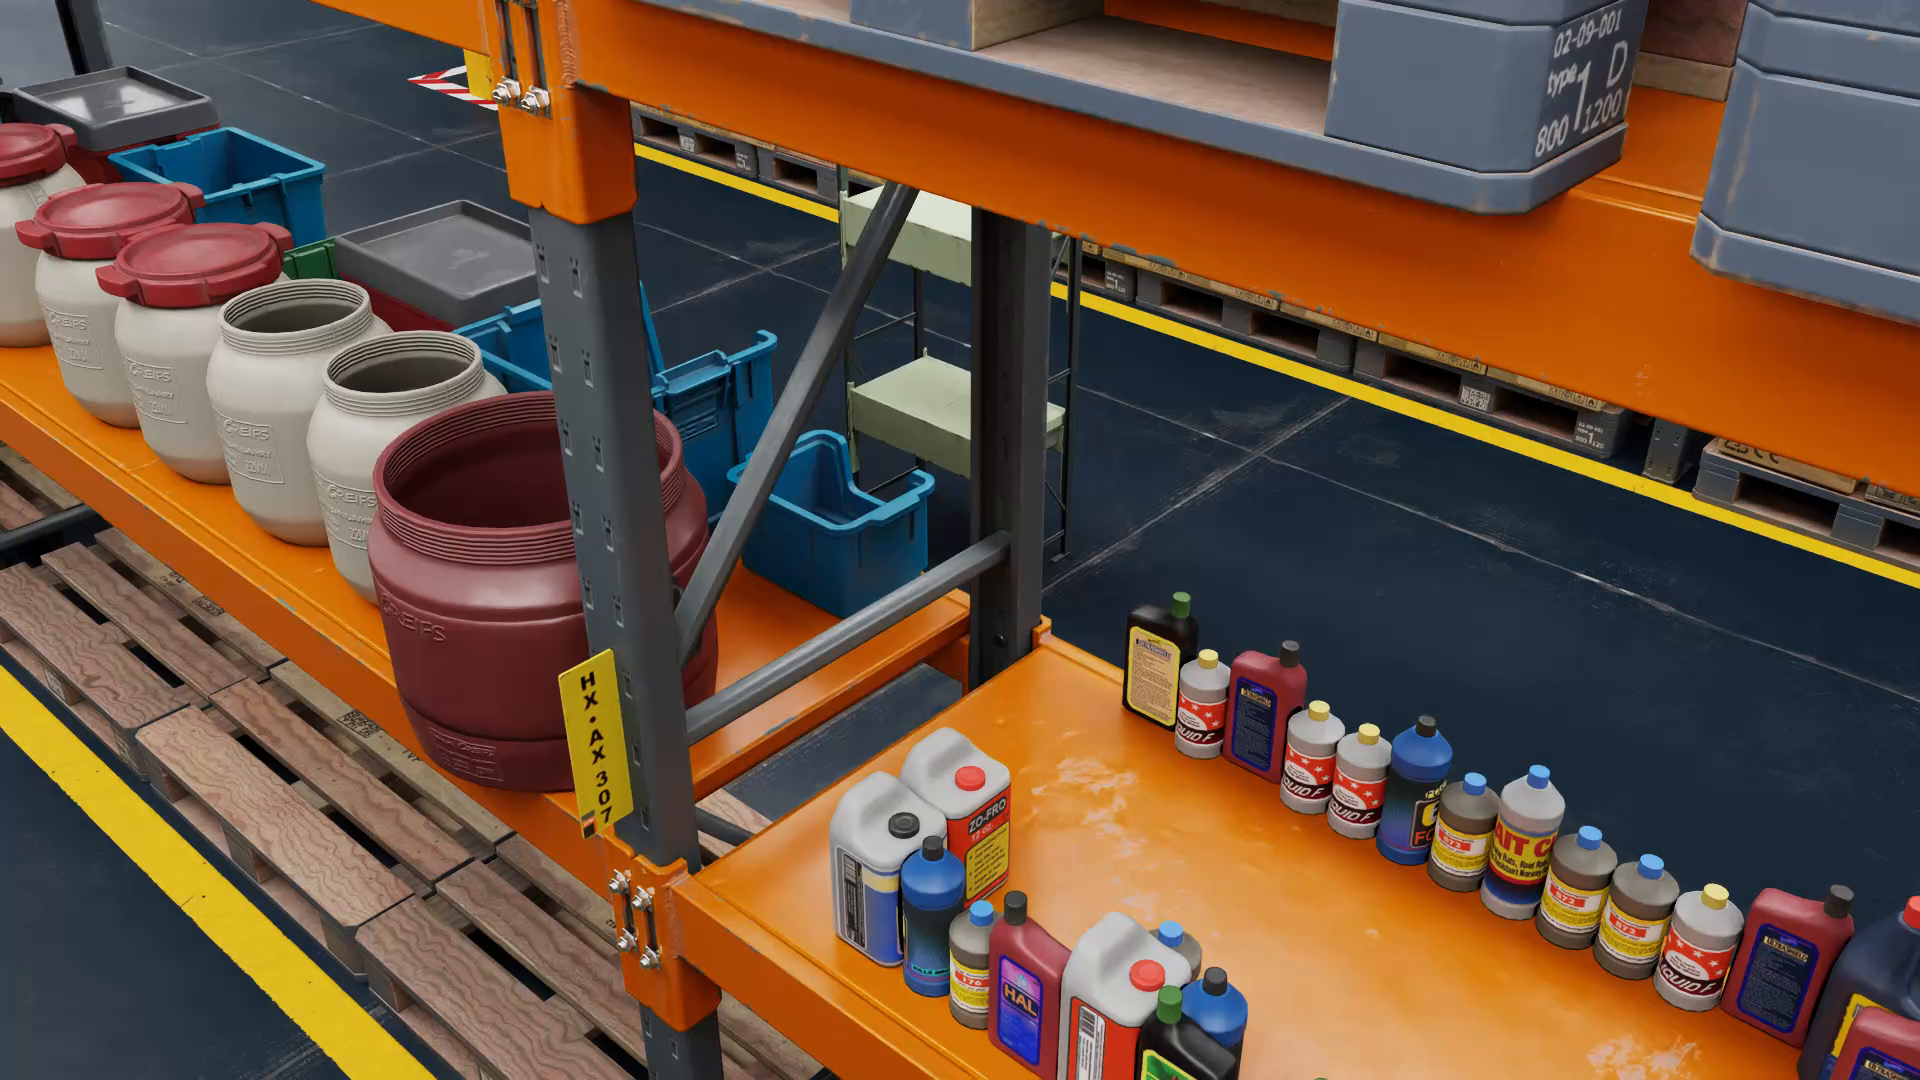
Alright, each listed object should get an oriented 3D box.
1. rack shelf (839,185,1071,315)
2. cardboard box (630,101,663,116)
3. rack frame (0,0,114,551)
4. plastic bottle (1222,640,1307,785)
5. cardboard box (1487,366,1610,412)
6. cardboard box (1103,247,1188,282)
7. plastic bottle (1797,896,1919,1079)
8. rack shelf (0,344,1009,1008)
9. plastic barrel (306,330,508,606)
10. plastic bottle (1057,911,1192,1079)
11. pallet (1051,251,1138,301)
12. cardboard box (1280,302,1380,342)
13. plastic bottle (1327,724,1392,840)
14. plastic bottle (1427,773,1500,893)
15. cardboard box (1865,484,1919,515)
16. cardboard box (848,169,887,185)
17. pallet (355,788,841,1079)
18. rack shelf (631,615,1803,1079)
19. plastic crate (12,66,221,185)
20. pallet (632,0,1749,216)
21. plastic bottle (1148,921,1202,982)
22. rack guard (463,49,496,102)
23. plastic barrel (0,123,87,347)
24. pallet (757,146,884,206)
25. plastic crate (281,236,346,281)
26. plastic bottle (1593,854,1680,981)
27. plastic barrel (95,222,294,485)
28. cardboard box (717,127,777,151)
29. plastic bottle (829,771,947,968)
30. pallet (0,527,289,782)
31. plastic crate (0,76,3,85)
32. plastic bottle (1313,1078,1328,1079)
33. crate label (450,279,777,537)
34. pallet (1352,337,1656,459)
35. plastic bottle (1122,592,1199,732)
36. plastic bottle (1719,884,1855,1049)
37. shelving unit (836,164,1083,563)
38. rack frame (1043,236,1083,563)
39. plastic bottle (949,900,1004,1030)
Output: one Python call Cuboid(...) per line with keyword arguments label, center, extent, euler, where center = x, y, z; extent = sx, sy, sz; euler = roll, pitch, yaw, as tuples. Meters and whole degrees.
Cuboid(label="rack shelf", center=(-0.005, -0.979, 5.666), extent=(0.720, 0.370, 0.431), euler=(25, 39, 35))
Cuboid(label="cardboard box", center=(-1.825, -2.864, 10.357), extent=(0.500, 0.250, 0.500), euler=(25, 39, 35))
Cuboid(label="rack frame", center=(-3.177, -1.200, 5.335), extent=(0.127, 3.000, 1.000), euler=(25, 39, 35))
Cuboid(label="plastic bottle", center=(0.546, 0.291, 2.971), extent=(0.133, 0.283, 0.061), euler=(25, 39, 35))
Cuboid(label="cardboard box", center=(2.561, -0.799, 6.928), extent=(0.500, 0.250, 0.500), euler=(26, 40, 36))
Cuboid(label="cardboard box", center=(1.046, -1.505, 8.100), extent=(0.500, 0.250, 0.500), euler=(24, 38, 34))
Cuboid(label="plastic bottle", center=(1.312, 0.649, 2.312), extent=(0.185, 0.351, 0.144), euler=(25, 39, 35))
Cuboid(label="rack shelf", center=(-1.695, -0.200, 4.371), extent=(4.000, 0.370, 1.077), euler=(25, 39, 35))
Cuboid(label="plastic barrel", center=(-1.118, -0.138, 3.463), extent=(0.421, 0.512, 0.421), euler=(0, 31, 0))
Cuboid(label="plastic bottle", center=(0.235, 0.671, 2.348), extent=(0.135, 0.276, 0.152), euler=(25, 39, 35))
Cuboid(label="pallet", center=(0.722, -1.658, 8.800), extent=(1.213, 0.211, 1.003), euler=(25, 39, 35))
Cuboid(label="cardboard box", center=(1.806, -1.152, 7.513), extent=(0.500, 0.250, 0.500), euler=(26, 40, 36))
Cuboid(label="plastic bottle", center=(0.691, 0.407, 2.859), extent=(0.097, 0.201, 0.097), euler=(0, 31, 0))
Cuboid(label="plastic bottle", center=(0.835, 0.474, 2.747), extent=(0.097, 0.201, 0.097), euler=(0, 31, 0))
Cuboid(label="cardboard box", center=(3.653, -0.380, 5.970), extent=(0.500, 0.500, 0.500), euler=(23, 38, 33))
Cuboid(label="cardboard box", center=(-0.341, -2.172, 9.208), extent=(0.500, 0.250, 0.500), euler=(25, 39, 35))
Cuboid(label="pallet", center=(-0.760, 1.096, 4.225), extent=(1.213, 0.211, 1.003), euler=(25, 39, 35))
Cuboid(label="rack shelf", center=(1.271, 1.185, 2.071), extent=(4.000, 0.370, 1.077), euler=(25, 39, 35))
Cuboid(label="plastic crate", center=(-2.613, -1.177, 5.235), extent=(0.583, 0.464, 0.402), euler=(25, 39, 35))
Cuboid(label="pallet", center=(0.290, -0.718, 1.809), extent=(1.213, 0.211, 1.003), euler=(25, 39, 35))
Cuboid(label="plastic bottle", center=(0.305, 0.649, 2.457), extent=(0.097, 0.201, 0.097), euler=(0, 31, 0))
Cuboid(label="rack guard", center=(-2.834, -3.415, 11.438), extent=(0.348, 0.500, 1.175), euler=(25, 39, 35))
Cuboid(label="plastic barrel", center=(-2.615, -0.843, 4.611), extent=(0.433, 0.535, 0.433), euler=(0, 31, 0))
Cuboid(label="pallet", center=(-0.412, -2.190, 9.682), extent=(1.213, 0.211, 1.003), euler=(25, 39, 35))
Cuboid(label="plastic crate", center=(-1.697, -0.615, 4.568), extent=(0.662, 0.188, 0.450), euler=(25, 39, 35))
Cuboid(label="plastic bottle", center=(1.052, 0.575, 2.579), extent=(0.097, 0.201, 0.097), euler=(0, 31, 0))
Cuboid(label="plastic barrel", center=(-1.750, -0.440, 3.940), extent=(0.433, 0.535, 0.433), euler=(0, 31, 0))
Cuboid(label="cardboard box", center=(-1.086, -2.516, 9.780), extent=(0.500, 0.250, 0.500), euler=(25, 39, 35))
Cuboid(label="plastic bottle", center=(-0.108, 0.511, 2.614), extent=(0.135, 0.276, 0.152), euler=(25, 39, 35))
Cuboid(label="pallet", center=(-2.569, 0.251, 5.628), extent=(1.213, 0.211, 1.003), euler=(25, 39, 35))
Cuboid(label="plastic crate", center=(-3.994, -1.687, 6.350), extent=(0.662, 0.188, 0.450), euler=(25, 39, 35))
Cuboid(label="plastic bottle", center=(0.475, 0.811, 2.107), extent=(0.133, 0.283, 0.061), euler=(25, 39, 35))
Cuboid(label="crate label", center=(-0.767, -0.278, 3.769), extent=(0.616, 0.435, 0.502), euler=(25, 39, 35))
Cuboid(label="pallet", center=(2.531, -0.814, 7.397), extent=(1.213, 0.211, 1.003), euler=(25, 39, 35))
Cuboid(label="plastic bottle", center=(0.375, 0.211, 3.104), extent=(0.133, 0.283, 0.061), euler=(25, 39, 35))
Cuboid(label="plastic bottle", center=(1.222, 0.607, 2.447), extent=(0.133, 0.283, 0.061), euler=(25, 39, 35))
Cuboid(label="shelving unit", center=(-0.005, -0.645, 5.867), extent=(0.755, 1.500, 0.431), euler=(25, 39, 35))
Cuboid(label="rack frame", center=(0.266, -0.518, 5.657), extent=(0.023, 1.500, 0.400), euler=(25, 39, 35))
Cuboid(label="plastic bottle", center=(0.032, 0.627, 2.493), extent=(0.097, 0.201, 0.097), euler=(0, 31, 0))
